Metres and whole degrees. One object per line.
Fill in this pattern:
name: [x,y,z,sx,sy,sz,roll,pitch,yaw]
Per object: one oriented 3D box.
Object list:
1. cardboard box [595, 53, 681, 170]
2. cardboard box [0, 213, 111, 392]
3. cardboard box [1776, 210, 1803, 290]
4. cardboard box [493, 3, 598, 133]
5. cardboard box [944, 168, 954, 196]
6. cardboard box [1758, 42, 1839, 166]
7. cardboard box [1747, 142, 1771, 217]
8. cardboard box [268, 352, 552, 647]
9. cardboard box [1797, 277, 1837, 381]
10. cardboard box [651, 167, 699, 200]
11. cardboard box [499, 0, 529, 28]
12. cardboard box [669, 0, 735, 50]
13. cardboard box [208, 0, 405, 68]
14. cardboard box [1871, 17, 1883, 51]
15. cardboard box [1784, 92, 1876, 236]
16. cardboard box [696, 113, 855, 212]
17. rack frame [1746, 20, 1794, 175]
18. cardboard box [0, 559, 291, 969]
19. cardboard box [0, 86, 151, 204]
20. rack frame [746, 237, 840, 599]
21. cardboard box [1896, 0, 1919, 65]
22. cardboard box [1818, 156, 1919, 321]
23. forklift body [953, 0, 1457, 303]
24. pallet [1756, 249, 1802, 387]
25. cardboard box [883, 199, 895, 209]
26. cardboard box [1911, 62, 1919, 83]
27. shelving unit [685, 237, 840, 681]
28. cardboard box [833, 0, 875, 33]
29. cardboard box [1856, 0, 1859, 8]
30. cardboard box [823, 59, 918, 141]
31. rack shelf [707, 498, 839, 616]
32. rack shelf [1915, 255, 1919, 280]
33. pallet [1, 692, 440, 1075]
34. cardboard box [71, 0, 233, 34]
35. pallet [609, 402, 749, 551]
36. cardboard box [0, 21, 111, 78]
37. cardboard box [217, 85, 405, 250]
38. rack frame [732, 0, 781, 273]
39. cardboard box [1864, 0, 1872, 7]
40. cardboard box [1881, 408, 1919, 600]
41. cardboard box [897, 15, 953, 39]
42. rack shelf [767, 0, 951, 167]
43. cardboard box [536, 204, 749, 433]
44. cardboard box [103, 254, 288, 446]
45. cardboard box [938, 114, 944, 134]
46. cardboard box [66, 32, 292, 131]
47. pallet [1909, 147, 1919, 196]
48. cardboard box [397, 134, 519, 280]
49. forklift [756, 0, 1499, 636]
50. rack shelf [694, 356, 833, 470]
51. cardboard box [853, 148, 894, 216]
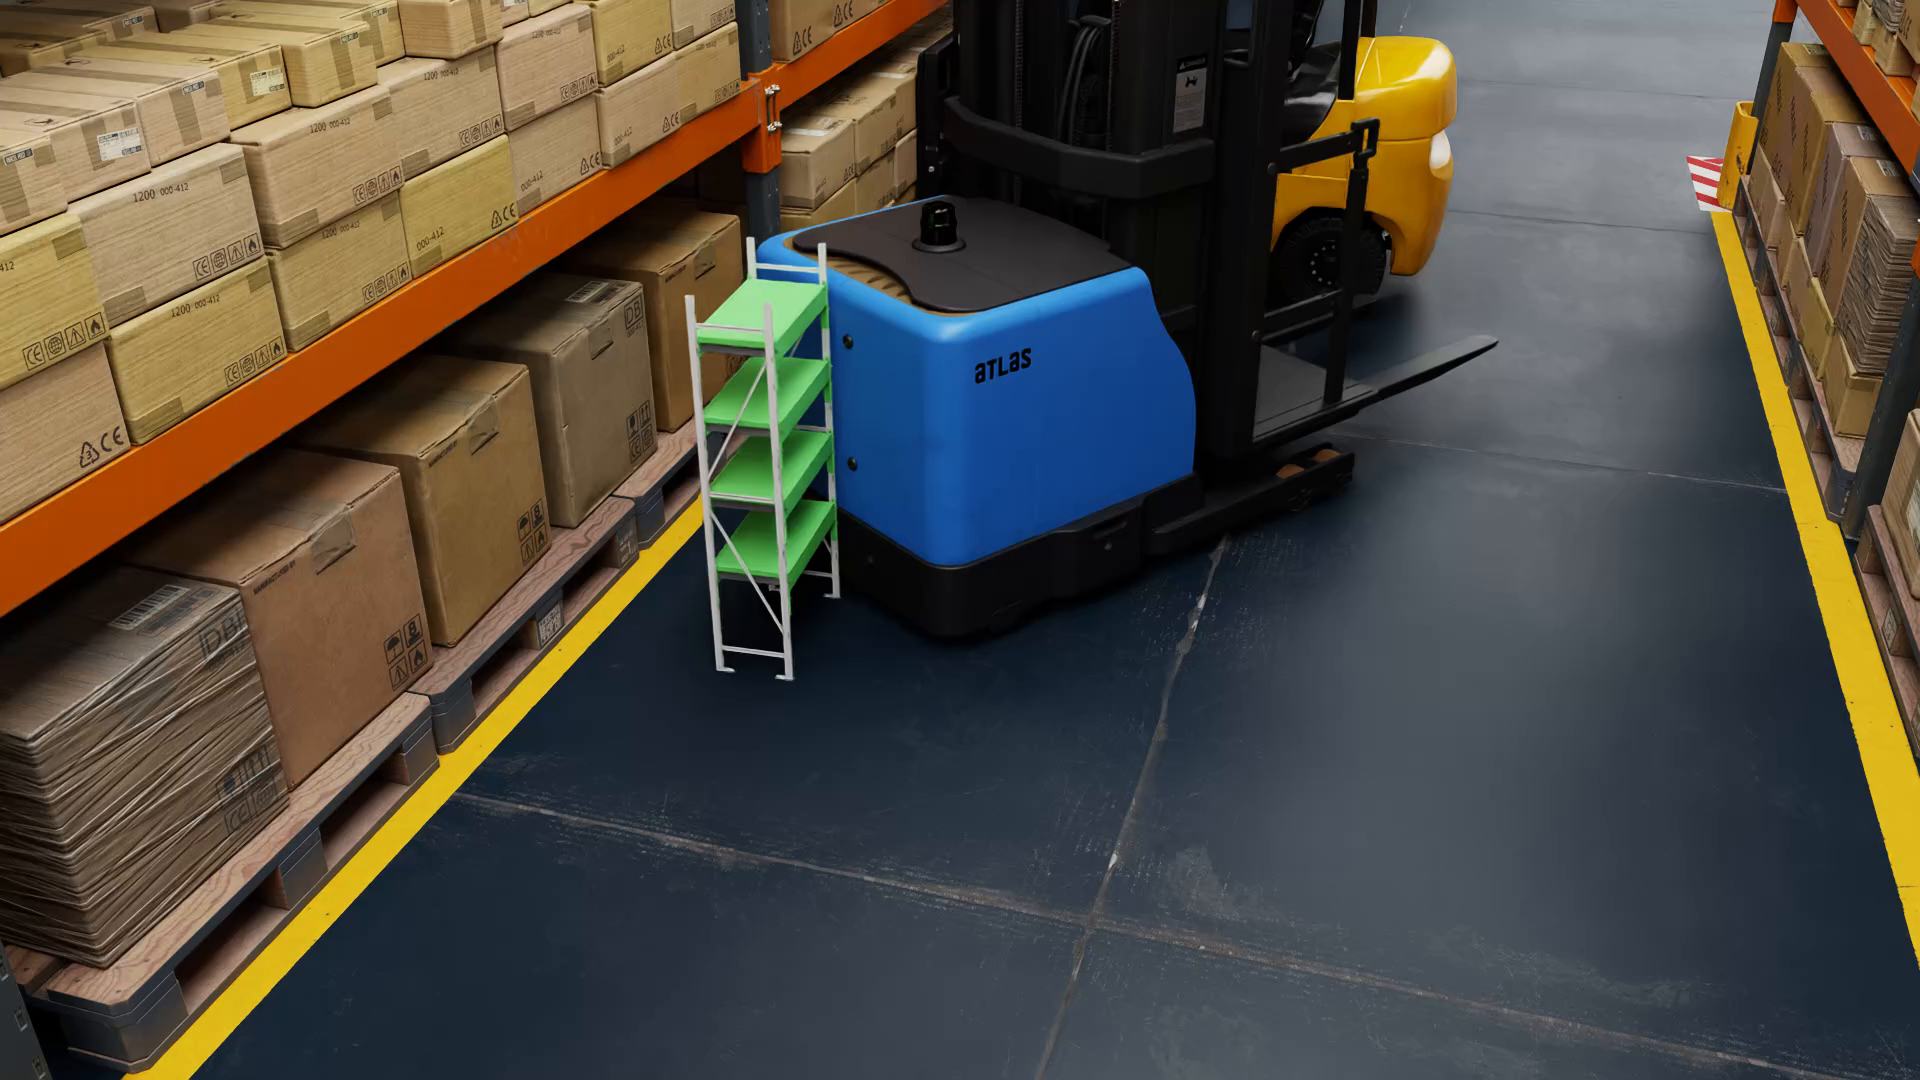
cardboard box: [-1.236,-1.397,5.330,0.500,0.250,0.500,8,30,15]
cardboard box: [-1.983,-0.430,3.078,0.500,0.250,0.500,8,30,15]
cardboard box: [3.918,-1.276,7.354,0.500,0.250,0.500,11,31,18]
cardboard box: [-1.396,-1.380,4.785,0.500,0.250,0.500,9,30,16]
cardboard box: [-0.299,-1.840,8.369,0.500,0.250,0.500,9,30,16]
cardboard box: [4.217,-2.084,8.035,0.500,0.500,0.500,7,30,13]
cardboard box: [4.223,-1.767,8.238,0.500,0.250,0.500,8,30,14]
cardboard box: [-1.792,-0.161,4.964,0.875,0.625,0.625,7,30,13]
cardboard box: [3.613,-0.806,6.509,0.500,0.250,0.500,8,30,14]
cardboard box: [-1.237,-1.644,6.987,0.500,0.250,0.500,9,30,16]
cardboard box: [-1.431,-1.507,4.604,0.380,0.149,0.250,9,30,15]
cardboard box: [-1.096,-1.857,5.642,0.500,0.250,0.500,8,30,14]
cardboard box: [-1.642,-1.279,4.193,0.380,0.149,0.250,8,30,15]
cardboard box: [3.752,-1.932,6.396,0.380,0.149,0.250,8,30,14]
cardboard box: [3.912,-1.608,7.181,0.500,0.500,0.500,9,30,16]
cardboard box: [-0.754,-1.567,6.850,0.500,0.250,0.500,8,30,14]
rack frame: [4.724,-3.121,8.274,1.000,3.000,0.127,8,30,15]
cardboard box: [-2.174,0.457,3.854,0.875,0.625,0.625,9,30,16]
cardboard box: [-1.867,-0.790,3.315,0.380,0.149,0.250,9,30,16]
rack frame: [-0.508,-0.349,5.142,0.240,1.200,0.015,6,30,11]
cardboard box: [3.587,-1.918,5.703,0.500,0.500,0.500,10,30,17]
cardboard box: [3.615,-1.121,6.305,0.500,0.500,0.500,9,30,16]
forklift body: [1.165,-2.315,7.699,2.313,2.155,1.214,8,30,15]
pallet: [4.070,-0.929,7.203,1.003,0.211,1.213,8,30,15]
cardboard box: [-0.603,-1.366,7.517,0.500,0.250,0.500,8,30,14]
cardboard box: [3.657,-1.686,5.953,0.380,0.149,0.250,8,30,14]
shelving unit: [-0.563,-0.233,4.935,0.258,1.200,0.503,6,30,11]
cardboard box: [-0.679,-2.426,6.922,0.500,0.500,0.500,9,30,16]
cardboard box: [4.028,-2.284,7.028,0.380,0.149,0.250,10,30,17]
cardboard box: [-0.459,-2.036,7.693,0.500,0.250,0.500,10,30,17]
rack shelf: [-0.563,0.033,5.082,0.258,0.148,0.480,6,30,11]
rack shelf: [2.963,-0.018,3.437,1.077,0.370,4.000,8,30,15]
pallet: [-2.091,0.732,4.217,1.003,0.211,1.213,8,30,15]
cardboard box: [-2.036,-1.333,4.291,0.380,0.149,0.250,9,30,16]
pallet: [-1.375,-0.402,6.255,1.003,0.211,1.213,8,30,15]
cardboard box: [-2.207,-1.100,3.872,0.380,0.149,0.250,8,30,15]
cardboard box: [-1.687,-0.907,3.935,0.500,0.250,0.500,8,30,14]
rack frame: [-1.196,-1.968,6.203,1.000,3.000,0.127,8,30,15]
cardboard box: [3.881,-2.398,6.567,0.500,0.500,0.500,8,30,14]
cardboard box: [3.398,-0.053,5.031,0.950,0.372,0.625,9,30,16]
cardboard box: [-0.142,-2.514,8.551,0.500,0.250,0.500,9,30,16]
rack shelf: [-0.609,-2.584,8.049,1.077,0.370,4.000,8,30,15]
cardboard box: [-1.339,-0.870,6.239,0.875,0.625,0.625,10,31,17]
cardboard box: [-1.854,-0.448,3.625,0.500,0.250,0.500,8,30,14]
cardboard box: [-0.305,-2.050,8.233,0.500,0.250,0.500,8,30,15]
cardboard box: [-1.757,-1.034,3.754,0.380,0.149,0.250,9,30,15]
pallet: [3.187,-0.844,4.378,1.003,0.211,1.213,8,30,15]
cardboard box: [-1.556,-0.930,4.490,0.500,0.250,0.500,9,30,16]
forklift: [0.803,-1.562,5.543,3.031,2.935,1.130,-21,36,-33]
rack shelf: [-0.563,-0.387,4.849,0.258,0.148,0.480,6,30,11]
cardboard box: [-0.613,-1.584,7.394,0.500,0.250,0.500,8,30,15]
